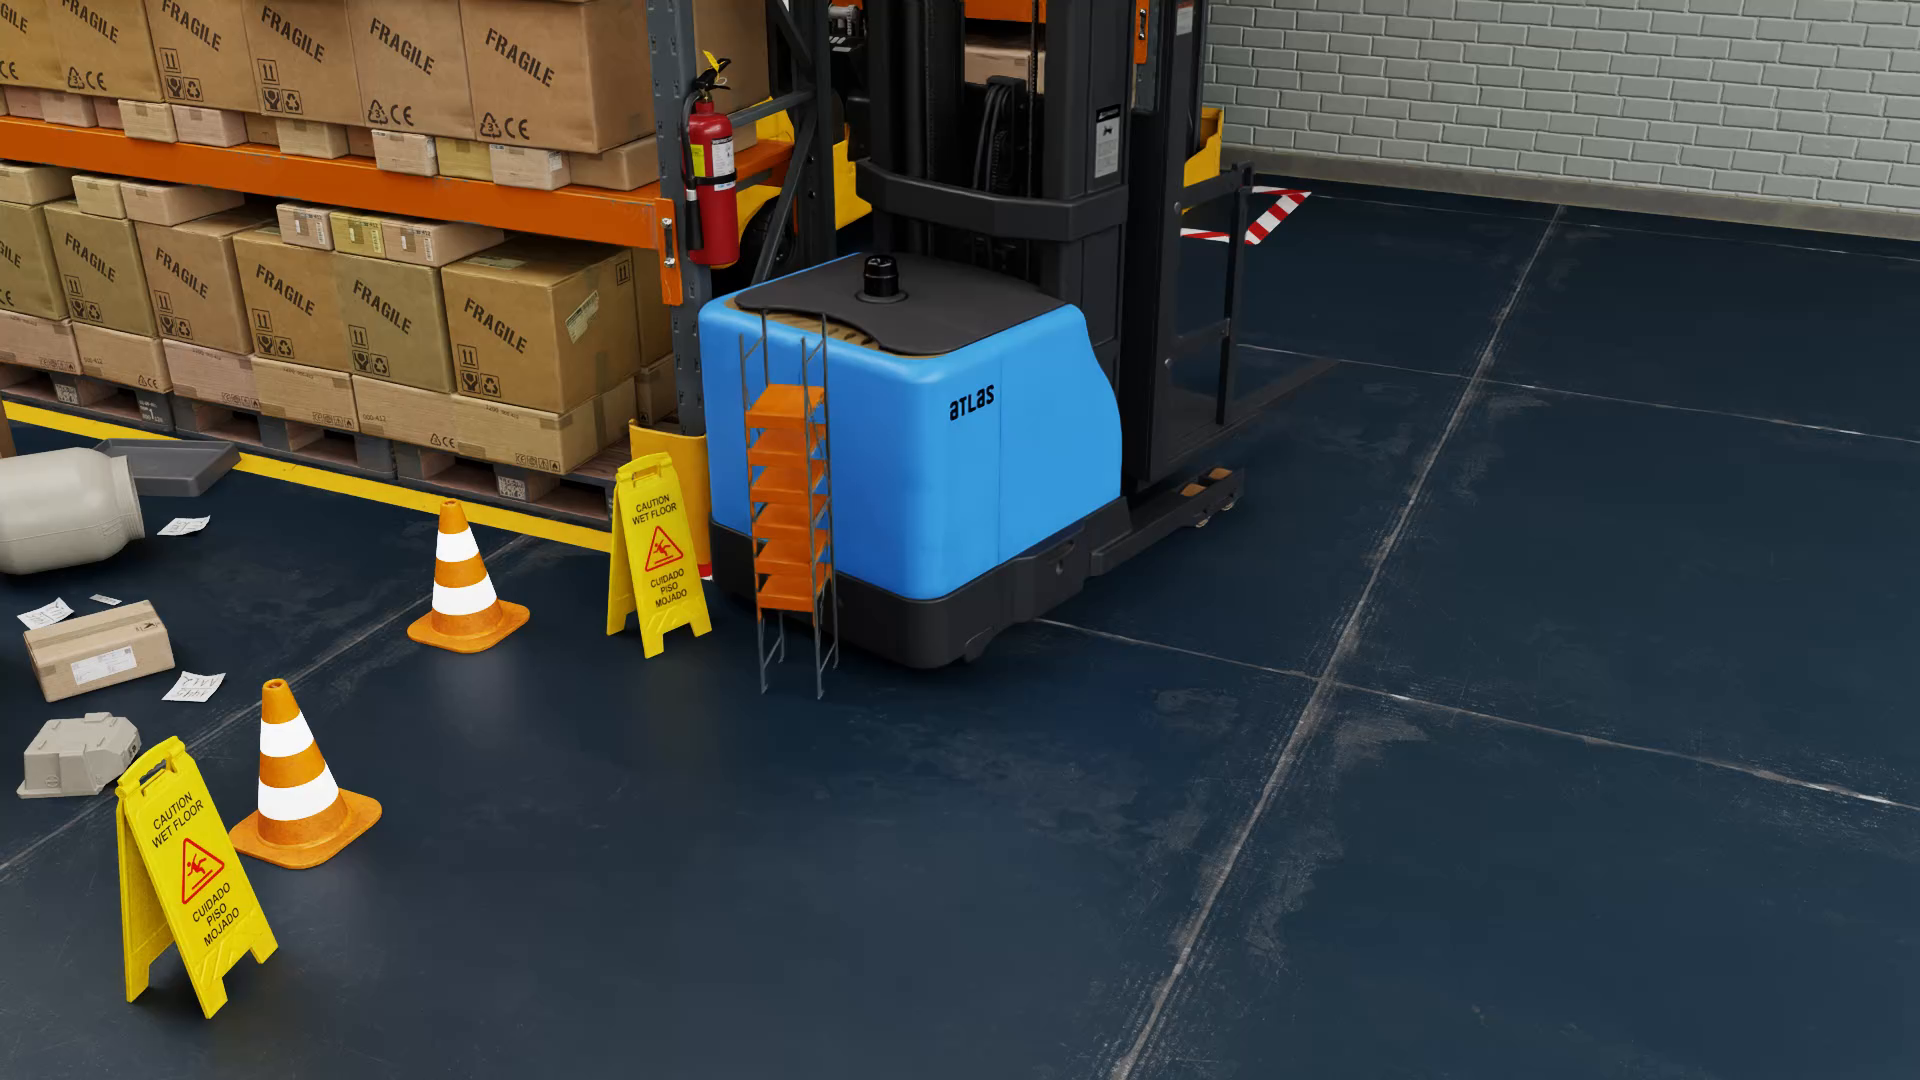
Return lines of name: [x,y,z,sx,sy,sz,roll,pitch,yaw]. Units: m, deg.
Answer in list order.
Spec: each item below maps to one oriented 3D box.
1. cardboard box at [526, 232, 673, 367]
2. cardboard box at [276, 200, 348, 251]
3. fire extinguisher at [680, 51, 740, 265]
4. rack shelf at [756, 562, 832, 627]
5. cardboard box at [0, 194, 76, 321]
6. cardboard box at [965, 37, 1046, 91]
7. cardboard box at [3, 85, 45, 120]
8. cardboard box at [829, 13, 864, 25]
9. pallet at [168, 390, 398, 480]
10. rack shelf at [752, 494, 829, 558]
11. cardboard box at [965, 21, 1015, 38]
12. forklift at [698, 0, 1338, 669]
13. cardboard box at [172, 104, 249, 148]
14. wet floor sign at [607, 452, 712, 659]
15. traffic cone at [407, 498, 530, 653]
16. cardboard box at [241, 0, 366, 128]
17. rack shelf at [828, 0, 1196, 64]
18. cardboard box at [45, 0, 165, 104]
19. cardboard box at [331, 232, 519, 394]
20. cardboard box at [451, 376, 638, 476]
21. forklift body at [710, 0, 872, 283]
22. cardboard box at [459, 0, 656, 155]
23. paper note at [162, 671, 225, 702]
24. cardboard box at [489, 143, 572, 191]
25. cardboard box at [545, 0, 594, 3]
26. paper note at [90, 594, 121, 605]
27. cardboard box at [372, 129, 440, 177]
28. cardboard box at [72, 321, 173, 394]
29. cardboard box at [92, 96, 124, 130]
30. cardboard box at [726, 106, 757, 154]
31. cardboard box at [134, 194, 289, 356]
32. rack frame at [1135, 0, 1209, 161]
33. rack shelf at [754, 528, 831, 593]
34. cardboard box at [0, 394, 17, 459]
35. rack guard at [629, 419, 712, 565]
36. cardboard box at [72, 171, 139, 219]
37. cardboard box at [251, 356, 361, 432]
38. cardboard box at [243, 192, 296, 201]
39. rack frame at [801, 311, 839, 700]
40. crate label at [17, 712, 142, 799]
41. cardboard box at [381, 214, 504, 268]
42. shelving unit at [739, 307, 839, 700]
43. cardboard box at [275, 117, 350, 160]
cardboard box: [-1.387,-1.051,6.777,0.500,0.500,0.500,10,28,20]
cardboard box: [-2.411,-1.257,6.461,0.250,0.149,0.380,13,29,24]
fire extinguisher: [-0.832,-1.256,5.493,0.183,0.674,0.296,11,28,22]
rack shelf: [-0.512,0.161,5.204,0.180,0.103,0.258,5,27,10]
cardboard box: [-3.961,-1.303,7.289,0.500,0.500,0.500,13,29,24]
cardboard box: [0.291,-2.947,10.345,0.500,0.250,0.500,12,29,23]
cardboard box: [-3.726,-1.867,6.931,0.250,0.149,0.380,11,28,22]
cardboard box: [-0.885,-3.432,11.329,0.500,0.250,0.500,12,28,22]
pallet: [-2.646,-0.646,7.324,1.213,0.211,1.003,11,28,22]
rack shelf: [-0.512,-0.053,5.095,0.180,0.103,0.258,5,27,10]
cardboard box: [0.040,-3.246,10.954,0.500,0.250,0.500,11,28,21]
forklift: [0.456,-1.487,5.953,1.130,2.935,3.031,20,32,35]
cardboard box: [-2.831,-1.657,6.503,0.250,0.149,0.380,11,28,22]
wet floor sign: [-1.015,0.024,5.470,0.232,0.644,0.267,23,35,39]
traffic cone: [-1.671,0.081,5.561,0.334,0.463,0.336,11,28,22]
cardboard box: [-2.261,-1.850,6.162,0.500,0.500,0.500,11,28,22]
rack shelf: [-0.514,-3.536,10.851,4.000,0.370,1.077,11,28,22]
cardboard box: [-3.183,-2.035,6.537,0.500,0.500,0.500,11,28,21]
cardboard box: [-2.059,-0.924,6.519,0.500,0.500,0.500,12,29,24]
cardboard box: [-1.614,-0.496,6.499,0.500,0.250,0.500,11,28,22]
forklift body: [-1.175,-2.726,9.352,1.214,2.155,2.313,11,28,22]
cardboard box: [-1.353,-1.664,5.783,0.500,0.500,0.500,11,28,21]
paper note: [-2.430,0.463,5.276,0.142,0.019,0.148,2,26,4]
cardboard box: [-1.451,-1.368,5.918,0.250,0.149,0.380,11,28,21]
cardboard box: [-1.300,-2.129,5.597,0.500,0.500,0.700,11,28,21]
paper note: [-2.988,0.209,5.814,0.123,0.001,0.032,11,28,22]
cardboard box: [-1.922,-1.459,6.101,0.250,0.149,0.380,12,29,23]
cardboard box: [-3.470,-0.874,7.266,0.500,0.250,0.500,13,29,25]
cardboard box: [-3.260,-1.772,6.738,0.250,0.149,0.380,11,28,22]
cardboard box: [-0.969,-1.530,6.245,0.250,0.149,0.380,11,28,22]
cardboard box: [-2.998,-1.114,6.906,0.500,0.500,0.500,13,29,24]
rack frame: [1.306,-3.493,9.950,0.127,3.000,1.000,11,28,22]
rack shelf: [-0.512,0.054,5.149,0.180,0.103,0.258,5,27,10]
cardboard box: [-3.974,-0.365,6.422,0.500,0.500,0.500,-12,29,-23]
rack guard: [-0.814,-0.389,6.475,0.348,0.500,1.175,11,28,22]
cardboard box: [-3.403,-1.454,6.861,0.250,0.149,0.380,13,29,24]
cardboard box: [-2.539,-0.683,6.878,0.500,0.250,0.500,10,28,20]
cardboard box: [-2.808,-1.334,7.352,0.500,0.500,0.500,13,29,24]
rack frame: [-0.422,-0.085,5.059,0.006,1.200,0.240,5,27,10]
crate label: [-2.562,0.617,4.842,0.298,0.136,0.250,-2,26,-5]
cardboard box: [-1.944,-1.161,6.266,0.250,0.149,0.380,12,29,23]
shelving unit: [-0.512,-0.093,5.075,0.189,1.200,0.258,5,27,10]
cardboard box: [-2.367,-1.572,6.332,0.250,0.149,0.380,11,28,21]
